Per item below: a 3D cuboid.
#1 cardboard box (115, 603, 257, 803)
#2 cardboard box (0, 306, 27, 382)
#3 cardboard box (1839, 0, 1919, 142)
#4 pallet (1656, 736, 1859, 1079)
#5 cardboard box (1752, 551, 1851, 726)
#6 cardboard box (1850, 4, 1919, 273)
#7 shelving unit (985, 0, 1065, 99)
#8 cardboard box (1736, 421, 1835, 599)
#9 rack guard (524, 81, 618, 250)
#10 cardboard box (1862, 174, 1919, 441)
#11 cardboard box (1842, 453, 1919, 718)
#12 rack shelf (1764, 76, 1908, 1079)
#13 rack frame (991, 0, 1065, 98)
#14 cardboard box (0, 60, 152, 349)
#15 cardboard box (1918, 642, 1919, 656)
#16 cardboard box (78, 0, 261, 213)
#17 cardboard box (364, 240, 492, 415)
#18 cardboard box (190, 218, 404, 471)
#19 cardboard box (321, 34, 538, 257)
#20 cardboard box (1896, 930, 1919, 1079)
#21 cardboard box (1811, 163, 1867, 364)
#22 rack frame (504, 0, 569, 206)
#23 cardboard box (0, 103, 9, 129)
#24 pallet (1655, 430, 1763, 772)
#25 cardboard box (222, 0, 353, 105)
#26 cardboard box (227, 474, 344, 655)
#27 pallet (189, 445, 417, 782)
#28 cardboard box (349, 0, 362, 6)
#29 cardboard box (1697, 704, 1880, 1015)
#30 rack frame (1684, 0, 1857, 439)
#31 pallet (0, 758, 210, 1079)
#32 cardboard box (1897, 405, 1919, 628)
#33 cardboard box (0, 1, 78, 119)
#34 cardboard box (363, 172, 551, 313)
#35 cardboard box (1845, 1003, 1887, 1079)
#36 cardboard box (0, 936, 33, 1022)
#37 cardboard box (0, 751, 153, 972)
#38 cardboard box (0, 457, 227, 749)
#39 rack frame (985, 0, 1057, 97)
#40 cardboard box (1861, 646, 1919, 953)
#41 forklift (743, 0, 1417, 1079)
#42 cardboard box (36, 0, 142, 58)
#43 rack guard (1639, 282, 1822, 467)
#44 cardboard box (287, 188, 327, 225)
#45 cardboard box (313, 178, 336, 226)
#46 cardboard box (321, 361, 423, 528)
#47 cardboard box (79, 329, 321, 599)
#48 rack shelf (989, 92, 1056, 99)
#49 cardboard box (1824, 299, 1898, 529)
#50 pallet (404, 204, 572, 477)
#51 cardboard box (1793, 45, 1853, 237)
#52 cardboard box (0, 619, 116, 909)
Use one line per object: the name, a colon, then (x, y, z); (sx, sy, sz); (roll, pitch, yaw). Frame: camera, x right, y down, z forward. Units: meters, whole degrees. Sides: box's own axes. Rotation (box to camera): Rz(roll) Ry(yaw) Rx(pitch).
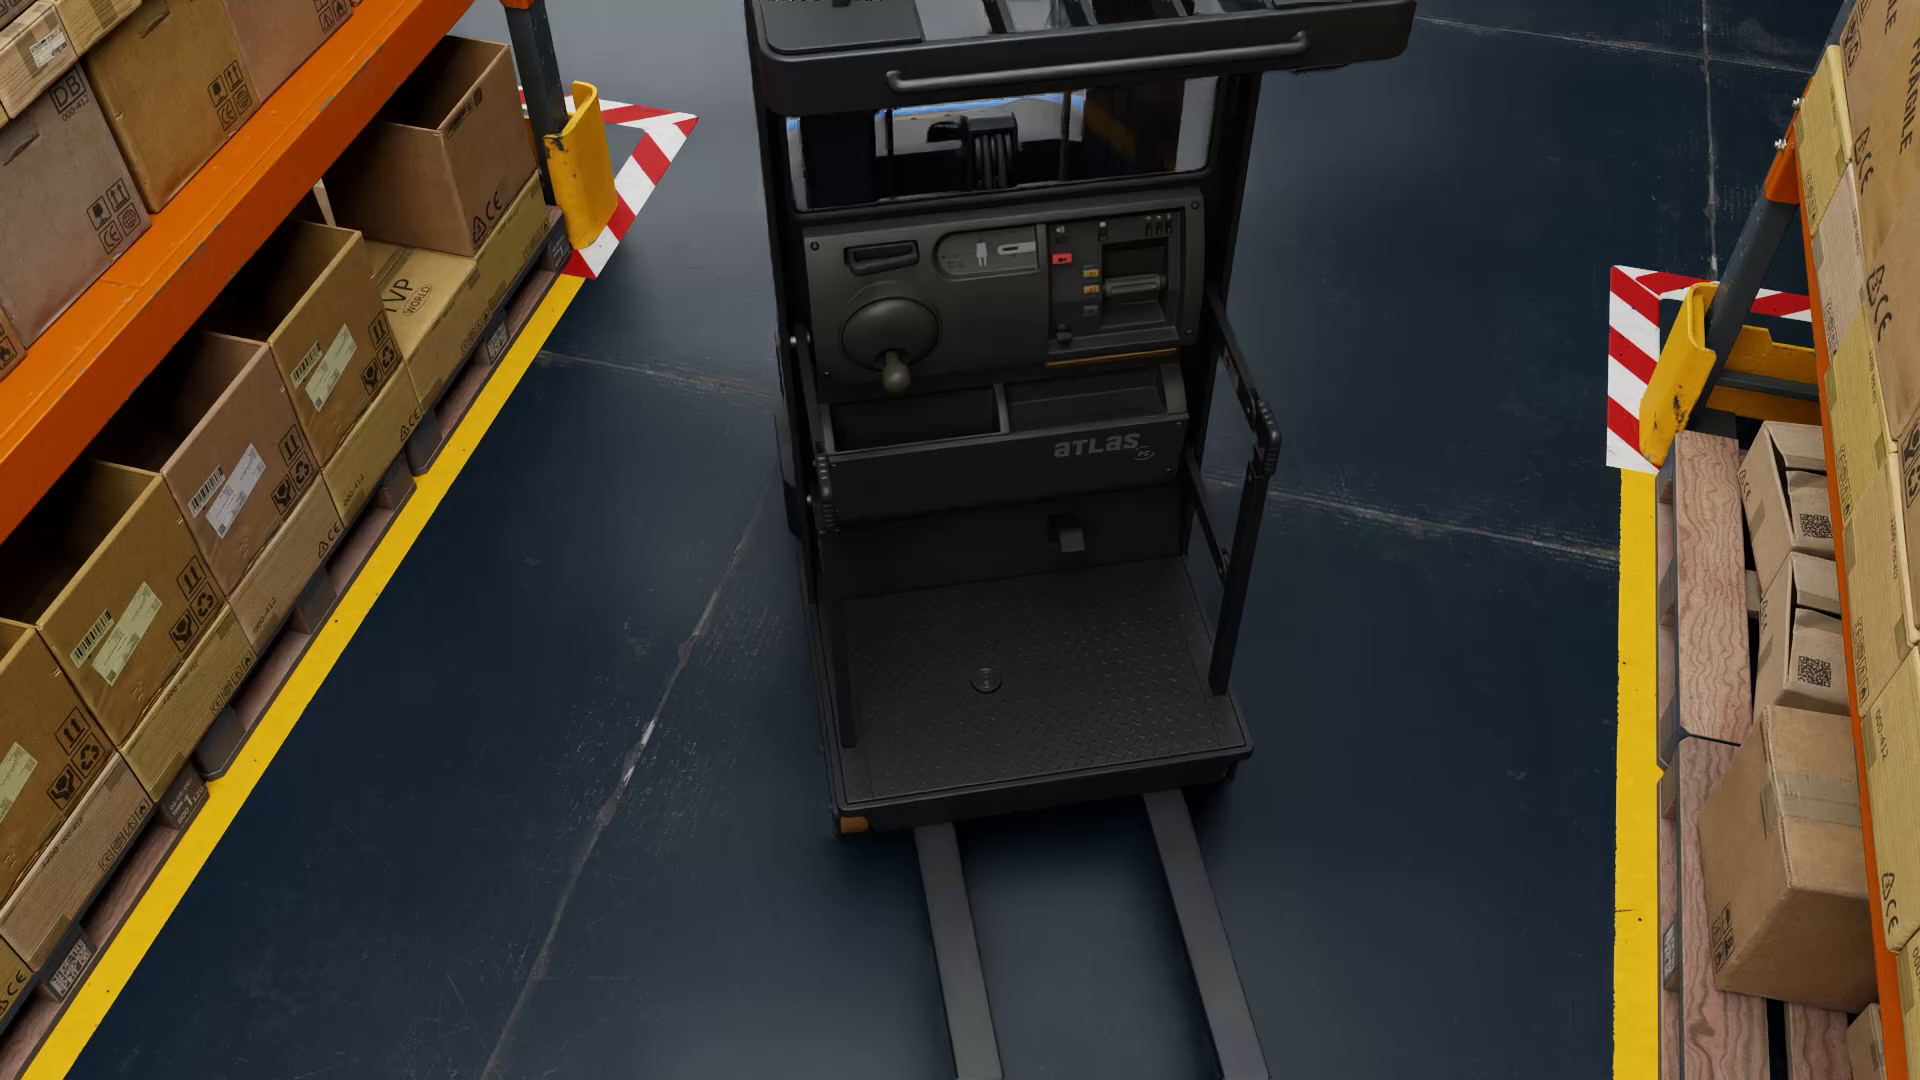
cardboard box: (-2.278, 0.381, 4.467); (0.500, 0.250, 0.500); (12, 50, 10)
cardboard box: (-2.586, -0.493, 3.618); (0.700, 0.500, 0.500); (12, 50, 11)
cardboard box: (2.452, -1.230, 3.922); (0.500, 0.500, 0.500); (12, 50, 10)
pallet: (2.276, 1.127, 4.115); (1.003, 0.211, 1.213); (12, 50, 10)
cardboard box: (2.448, 0.328, 4.460); (0.500, 0.311, 0.500); (15, 50, 13)
cardboard box: (2.312, -0.875, 3.608); (0.500, 0.500, 0.500); (12, 50, 10)
shelving unit: (0.230, -1.316, 5.630); (0.258, 1.200, 0.189); (-4, 24, -4)
cardboard box: (2.598, -0.084, 4.824); (0.500, 0.311, 0.500); (7, 49, 6)
rack guard: (-1.906, -1.476, 6.219); (1.175, 0.500, 0.348); (12, 50, 10)
cardboard box: (2.170, -0.502, 3.279); (0.500, 0.500, 0.500); (10, 49, 9)
cardboard box: (2.035, 0.133, 3.219); (0.500, 0.250, 0.500); (12, 50, 10)
rack shelf: (2.341, 0.374, 3.399); (1.077, 0.370, 4.000); (12, 50, 10)
rack frame: (0.239, -1.279, 5.547); (0.240, 1.200, 0.006); (-4, 24, -4)
cardboard box: (-2.453, -0.864, 3.945); (0.700, 0.500, 0.500); (13, 50, 11)
cardboard box: (1.909, 0.250, 2.615); (0.500, 0.500, 0.500); (10, 49, 9)
cardboard box: (-2.318, -1.245, 4.282); (0.700, 0.500, 0.500); (12, 50, 10)
cardboard box: (-1.889, -0.705, 5.425); (0.500, 0.250, 0.500); (12, 50, 10)
cardboard box: (-2.016, -0.590, 4.824); (0.500, 0.500, 0.500); (12, 50, 10)
cardboard box: (-1.767, -1.317, 5.465); (0.500, 0.500, 0.500); (12, 50, 10)
cardboard box: (1.786, 0.864, 2.573); (0.500, 0.250, 0.500); (12, 50, 10)
cardboard box: (2.310, -0.599, 3.865); (0.500, 0.250, 0.500); (10, 49, 9)
rack frame: (-1.913, -2.286, 5.267); (1.000, 3.000, 0.127); (12, 50, 10)
cardboard box: (-2.304, -0.918, 3.560); (0.380, 0.149, 0.250); (11, 50, 10)
pallet: (2.599, 0.247, 4.891); (1.003, 0.211, 1.213); (12, 50, 10)
cardboard box: (-2.182, -1.603, 4.598); (0.700, 0.500, 0.500); (13, 50, 11)
cardboard box: (-2.152, 0.018, 4.787); (0.500, 0.250, 0.500); (12, 50, 10)
pallet: (-2.397, 0.078, 5.040); (1.003, 0.211, 1.213); (12, 50, 10)
cardboard box: (-2.048, -1.984, 4.934); (0.700, 0.500, 0.500); (12, 50, 10)
cardboard box: (2.207, 0.786, 3.929); (0.700, 0.500, 0.500); (9, 49, 8)
rack frame: (2.867, -1.311, 4.407); (1.000, 3.000, 0.127); (12, 50, 10)
pallet: (-2.716, 0.963, 4.259); (1.003, 0.211, 1.213); (12, 50, 10)
cardboard box: (2.046, -0.127, 2.948); (0.500, 0.500, 0.500); (13, 50, 11)
cardboard box: (-2.236, -1.097, 3.719); (0.380, 0.149, 0.250); (11, 49, 10)
cardboard box: (-1.769, -1.069, 5.747); (0.500, 0.250, 0.500); (12, 50, 10)
cardboard box: (2.255, 1.227, 3.774); (0.380, 0.149, 0.250); (8, 49, 7)
cardboard box: (-2.551, 1.103, 3.830); (0.500, 0.250, 0.500); (12, 50, 10)
cardboard box: (-2.414, 0.742, 4.148); (0.500, 0.250, 0.500); (12, 50, 10)
cardboard box: (-2.278, 0.133, 4.186); (0.500, 0.500, 0.500); (12, 50, 10)
rack frame: (0.222, -1.353, 5.713); (0.240, 1.200, 0.006); (-4, 24, -4)
cardboard box: (1.903, 0.497, 2.897); (0.500, 0.250, 0.500); (11, 50, 10)
forklift: (0.150, -0.473, 3.712); (1.130, 2.935, 3.031); (-7, 49, -6)
cardboard box: (-2.169, -1.283, 3.882); (0.380, 0.149, 0.250); (13, 50, 11)
rack guard: (2.847, -0.429, 5.295); (1.175, 0.500, 0.348); (12, 50, 10)
cardboard box: (-2.398, -1.057, 5.236); (0.500, 0.500, 0.500); (12, 50, 10)
cardboard box: (-2.269, -1.171, 5.837); (0.500, 0.250, 0.500); (12, 50, 10)
cardboard box: (-2.019, -0.343, 5.106); (0.500, 0.250, 0.500); (12, 50, 10)
cardboard box: (-2.149, -0.229, 4.505); (0.500, 0.500, 0.500); (12, 50, 10)
rack shelf: (0.222, -1.495, 5.550); (0.258, 0.103, 0.180); (-4, 24, -4)
cardboard box: (2.170, -0.232, 3.541); (0.500, 0.250, 0.500); (11, 49, 9)
pallet: (-2.074, -0.802, 5.817); (1.003, 0.211, 1.213); (12, 50, 10)
cardboard box: (2.433, -0.978, 4.199); (0.500, 0.250, 0.500); (10, 49, 9)
cardboard box: (-2.417, 0.493, 3.868); (0.500, 0.500, 0.500); (12, 50, 10)
